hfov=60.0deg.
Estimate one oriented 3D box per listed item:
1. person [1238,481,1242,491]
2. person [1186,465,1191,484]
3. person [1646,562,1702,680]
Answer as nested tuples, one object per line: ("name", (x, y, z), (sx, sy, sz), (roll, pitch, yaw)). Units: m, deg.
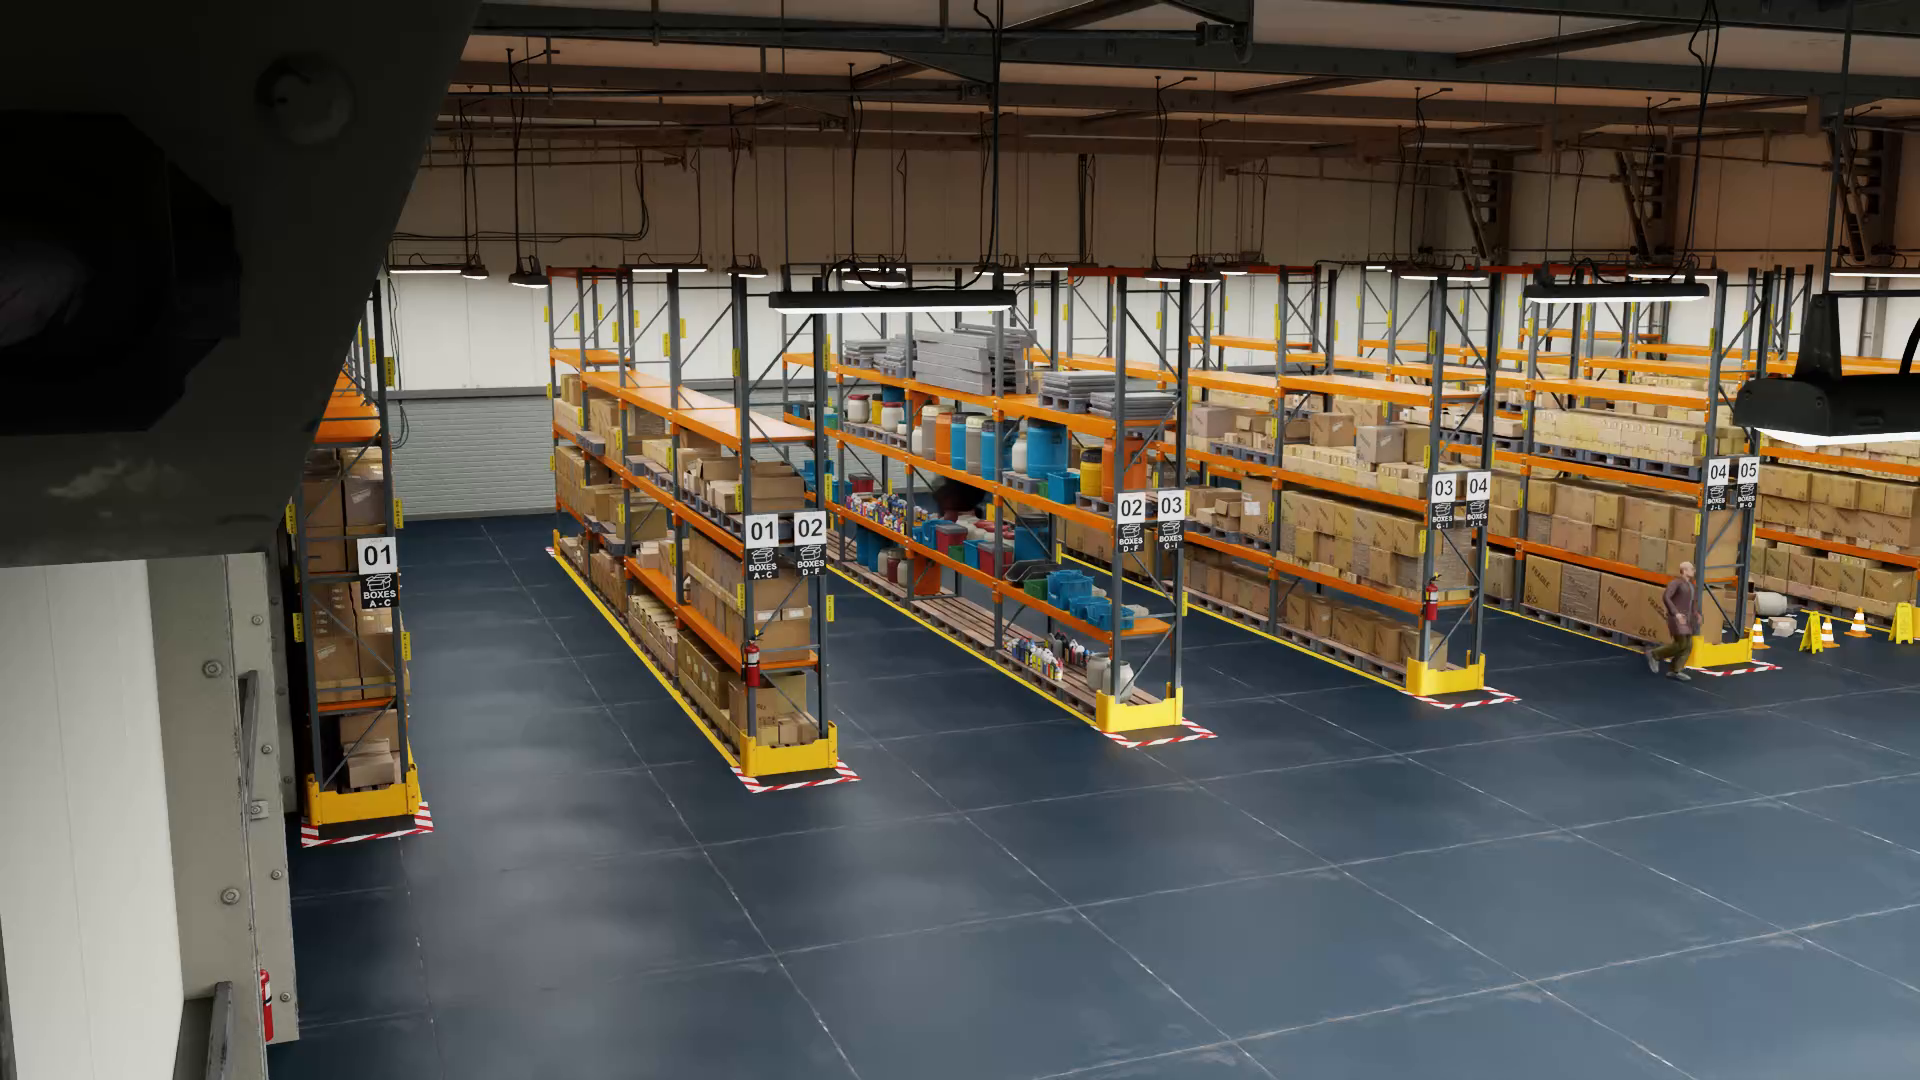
("person", (7.096, -1.627, 40.877), (0.722, 1.840, 0.785), (-9, 13, -41))
("person", (4.979, -0.972, 37.861), (0.611, 1.584, 0.960), (-3, 10, -19))
("person", (10.759, 1.180, 24.919), (0.657, 1.727, 0.740), (10, 14, 44))
